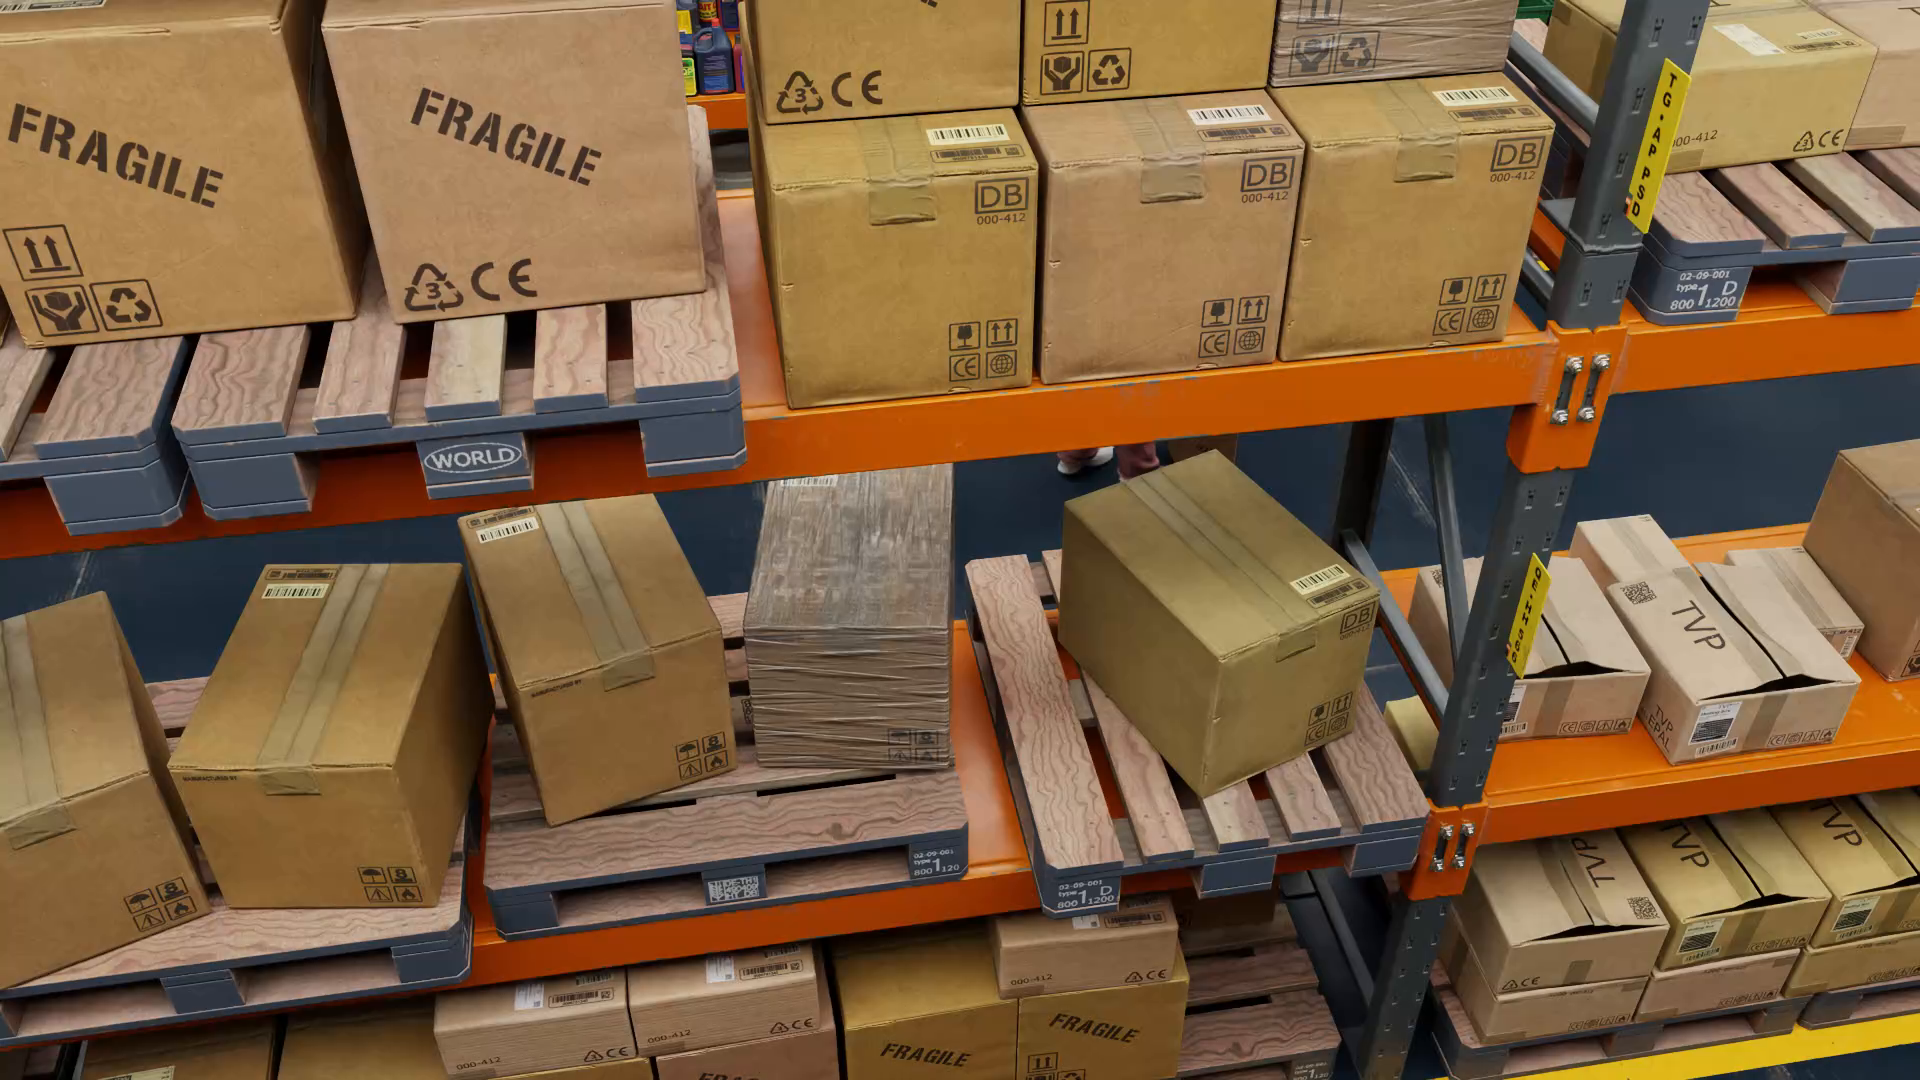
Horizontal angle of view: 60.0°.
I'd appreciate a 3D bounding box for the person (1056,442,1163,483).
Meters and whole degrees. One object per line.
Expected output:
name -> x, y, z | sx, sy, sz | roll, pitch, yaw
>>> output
person -> 0.737, -0.990, 7.371 | 0.551, 1.673, 0.459 | -11, 40, -13
